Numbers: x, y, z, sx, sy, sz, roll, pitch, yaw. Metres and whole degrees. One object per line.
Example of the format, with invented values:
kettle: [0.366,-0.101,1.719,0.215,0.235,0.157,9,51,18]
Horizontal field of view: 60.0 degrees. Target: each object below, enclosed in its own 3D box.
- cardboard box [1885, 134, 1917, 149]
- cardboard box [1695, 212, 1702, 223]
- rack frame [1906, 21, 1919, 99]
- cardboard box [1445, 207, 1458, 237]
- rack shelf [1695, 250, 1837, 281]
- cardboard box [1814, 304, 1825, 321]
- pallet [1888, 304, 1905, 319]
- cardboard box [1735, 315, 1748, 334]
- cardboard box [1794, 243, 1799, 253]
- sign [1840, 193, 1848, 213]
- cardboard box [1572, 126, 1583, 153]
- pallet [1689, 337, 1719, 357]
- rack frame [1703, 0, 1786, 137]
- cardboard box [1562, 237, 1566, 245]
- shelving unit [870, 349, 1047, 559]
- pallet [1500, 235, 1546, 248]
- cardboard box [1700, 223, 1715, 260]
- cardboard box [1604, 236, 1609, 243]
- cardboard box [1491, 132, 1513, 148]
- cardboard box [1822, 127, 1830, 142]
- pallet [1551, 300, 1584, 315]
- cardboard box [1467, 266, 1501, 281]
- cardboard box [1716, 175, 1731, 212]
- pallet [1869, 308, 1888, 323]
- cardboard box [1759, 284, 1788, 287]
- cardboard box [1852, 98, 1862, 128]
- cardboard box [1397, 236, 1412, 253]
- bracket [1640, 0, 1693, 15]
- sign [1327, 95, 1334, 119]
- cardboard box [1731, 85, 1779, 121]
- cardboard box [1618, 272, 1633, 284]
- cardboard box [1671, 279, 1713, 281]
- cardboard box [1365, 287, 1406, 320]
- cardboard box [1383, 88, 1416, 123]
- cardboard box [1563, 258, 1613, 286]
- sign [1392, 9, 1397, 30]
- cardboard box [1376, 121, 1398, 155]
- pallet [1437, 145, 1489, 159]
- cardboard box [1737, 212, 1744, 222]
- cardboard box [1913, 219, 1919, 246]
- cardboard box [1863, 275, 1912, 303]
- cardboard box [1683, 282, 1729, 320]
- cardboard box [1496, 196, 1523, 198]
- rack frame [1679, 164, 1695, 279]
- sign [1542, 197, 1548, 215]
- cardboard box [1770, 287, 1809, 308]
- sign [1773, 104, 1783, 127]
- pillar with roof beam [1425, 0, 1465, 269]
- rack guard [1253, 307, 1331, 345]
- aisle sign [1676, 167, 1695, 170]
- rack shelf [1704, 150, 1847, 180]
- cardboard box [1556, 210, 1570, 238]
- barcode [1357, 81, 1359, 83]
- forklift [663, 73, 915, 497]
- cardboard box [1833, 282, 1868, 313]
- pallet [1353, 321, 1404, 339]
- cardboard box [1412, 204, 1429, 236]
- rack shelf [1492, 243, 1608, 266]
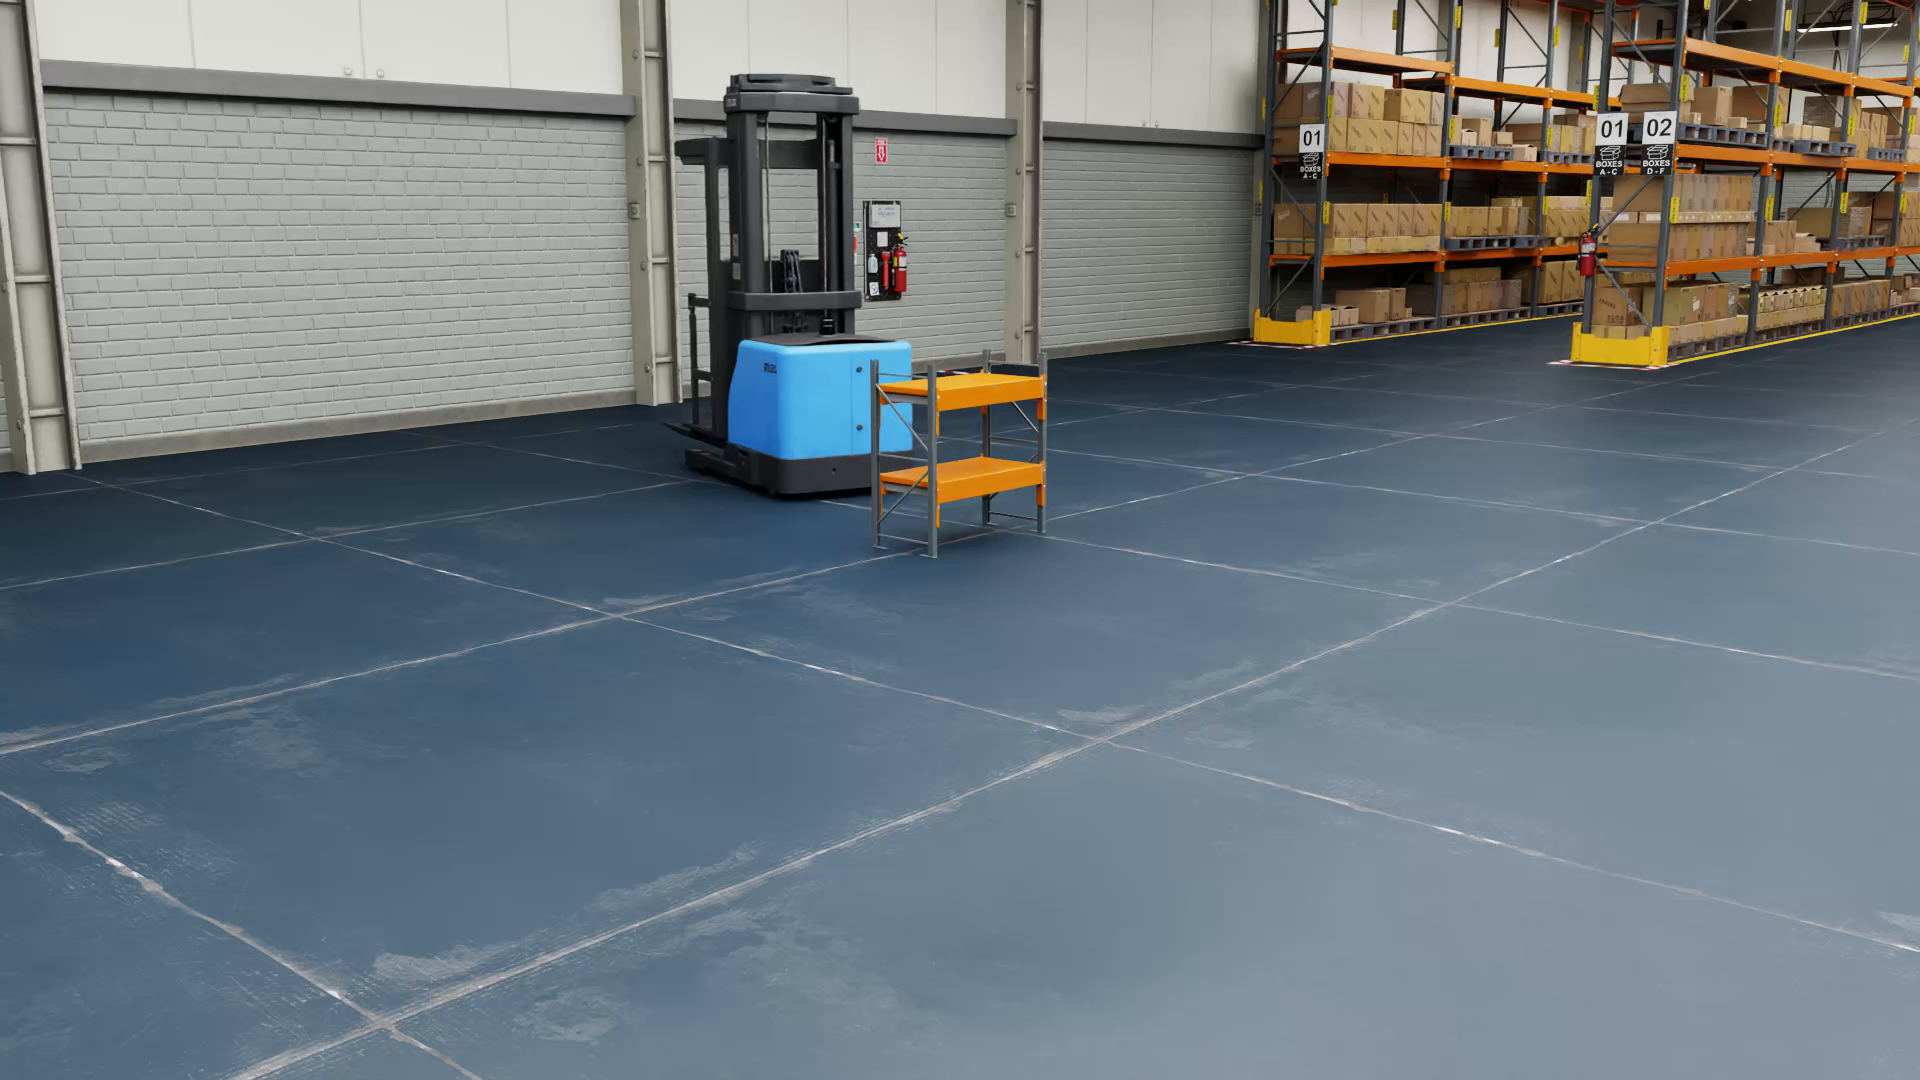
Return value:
cardboard box: [17.117,-7.260,30.350,0.500,0.250,0.500,10,15,40]
cardboard box: [9.789,-4.362,22.479,0.380,0.149,0.250,9,14,38]
rack frame: [19.249,-9.108,32.840,1.000,3.000,0.127,10,15,40]
cardboard box: [7.966,-5.376,28.092,0.700,0.500,0.500,10,15,41]
rack shelf: [12.648,-4.343,26.131,1.077,0.370,4.000,10,15,40]
cardboard box: [13.804,-3.738,27.217,0.500,0.250,0.500,10,15,42]
pallet: [17.063,-4.311,31.259,1.003,0.211,1.213,10,15,40]
cardboard box: [11.186,-3.162,24.333,0.500,0.250,0.500,10,15,40]
cardboard box: [13.169,-4.671,26.583,0.250,0.149,0.380,-11,16,-43]
sign: [14.388,-5.486,27.064,0.100,0.325,0.005,10,15,40]
cardboard box: [11.524,-7.683,31.981,0.700,0.500,0.500,10,15,40]
pallet: [9.967,-2.742,23.399,1.003,0.211,1.213,10,15,40]
rack frame: [11.328,-7.343,24.000,1.000,3.000,0.127,10,15,40]
cardboard box: [11.286,-5.691,31.636,0.380,0.149,0.250,10,15,42]
shelving unit: [0.004,-0.553,10.106,0.538,1.125,1.048,10,15,40]
pallet: [9.855,-5.417,30.163,1.213,0.211,1.003,10,15,40]
cardboard box: [10.025,-4.157,23.109,0.700,0.500,0.500,10,15,42]
cardboard box: [12.726,-5.978,33.074,0.380,0.149,0.250,10,15,41]
cardboard box: [9.320,-6.982,29.537,0.637,0.503,0.797,-10,15,-40]
cardboard box: [13.711,-6.519,26.843,0.500,0.250,0.500,8,14,36]
pallet: [11.628,-4.547,32.438,1.003,0.211,1.213,10,15,40]
cardboard box: [9.386,-4.799,29.923,0.500,0.250,0.500,10,15,41]
cardboard box: [10.376,-4.872,23.378,0.700,0.500,0.500,10,15,40]
pallet: [16.100,-4.086,30.130,1.003,0.211,1.213,10,15,40]
cardboard box: [13.402,-4.083,27.512,0.500,0.311,0.500,10,15,42]
cardboard box: [14.935,-7.213,28.201,0.500,0.500,0.500,10,15,40]
cardboard box: [6.864,-4.720,26.517,0.500,0.250,0.500,10,15,40]
bracket: [14.939,-11.534,35.794,0.076,0.066,4.783,10,15,40]
sign: [5.372,-6.282,24.115,0.100,0.325,0.005,10,15,40]
cardboard box: [11.765,-6.458,24.623,0.500,0.500,0.500,10,15,41]
cardboard box: [13.456,-5.295,34.373,0.700,0.500,0.500,10,15,41]
cardboard box: [10.787,-3.599,24.604,0.500,0.500,0.500,10,15,40]
cardboard box: [6.950,-3.873,27.203,0.500,0.500,0.500,8,14,36]
cardboard box: [6.787,-6.792,26.042,0.500,0.500,0.500,9,14,38]
cardboard box: [12.554,-5.257,33.291,0.750,0.750,0.750,10,15,41]
sign: [7.184,-8.590,27.452,0.100,0.325,0.005,10,15,40]
cardboard box: [6.431,-6.232,25.790,0.500,0.500,0.500,11,16,44]
pallet: [8.092,-6.497,27.902,1.213,0.211,1.003,10,15,40]
cardboard box: [10.974,-4.626,23.800,0.380,0.149,0.250,9,15,39]
cardboard box: [17.818,-5.816,31.416,0.500,0.500,0.500,10,15,40]
cardboard box: [17.845,-4.847,32.069,0.797,0.503,0.637,10,15,40]
cardboard box: [10.520,-3.384,23.528,0.500,0.500,0.500,10,15,40]
cardboard box: [10.350,-6.302,31.126,0.500,0.250,0.500,10,15,42]
rack frame: [15.526,-6.807,36.631,1.000,3.000,0.127,10,15,40]
sign: [10.659,-6.090,30.288,0.100,0.325,0.005,10,15,40]
cardboard box: [13.134,-3.862,26.405,0.500,0.311,0.500,10,15,40]
sign: [11.746,-6.093,23.877,0.100,0.325,0.005,10,15,40]
pillar with roof beam: [11.971,-7.935,26.966,9.100,9.000,0.400,10,15,40]
rack guard: [5.014,-3.238,25.146,1.175,0.500,0.348,10,15,40]
aisle sign: [15.799,-8.053,36.235,0.394,0.787,0.004,10,15,40]
rack shelf: [12.648,-5.813,25.838,1.077,0.370,4.000,10,15,40]
cardboard box: [11.111,-5.948,31.269,0.500,0.500,0.500,10,15,42]
barcode: [6.364,-7.295,26.566,0.001,0.075,0.075,10,15,40]
forklift: [-1.482,-1.985,12.665,1.130,2.935,3.031,-6,13,-28]
cardboard box: [15.501,-4.238,29.030,0.500,0.500,0.500,9,14,38]
pallet: [6.383,-3.390,26.644,1.003,0.211,1.213,10,15,40]
cardboard box: [7.200,-5.161,26.811,0.500,0.500,0.500,10,15,40]
rack shelf: [11.565,-5.571,32.282,1.077,0.370,4.000,10,15,40]
